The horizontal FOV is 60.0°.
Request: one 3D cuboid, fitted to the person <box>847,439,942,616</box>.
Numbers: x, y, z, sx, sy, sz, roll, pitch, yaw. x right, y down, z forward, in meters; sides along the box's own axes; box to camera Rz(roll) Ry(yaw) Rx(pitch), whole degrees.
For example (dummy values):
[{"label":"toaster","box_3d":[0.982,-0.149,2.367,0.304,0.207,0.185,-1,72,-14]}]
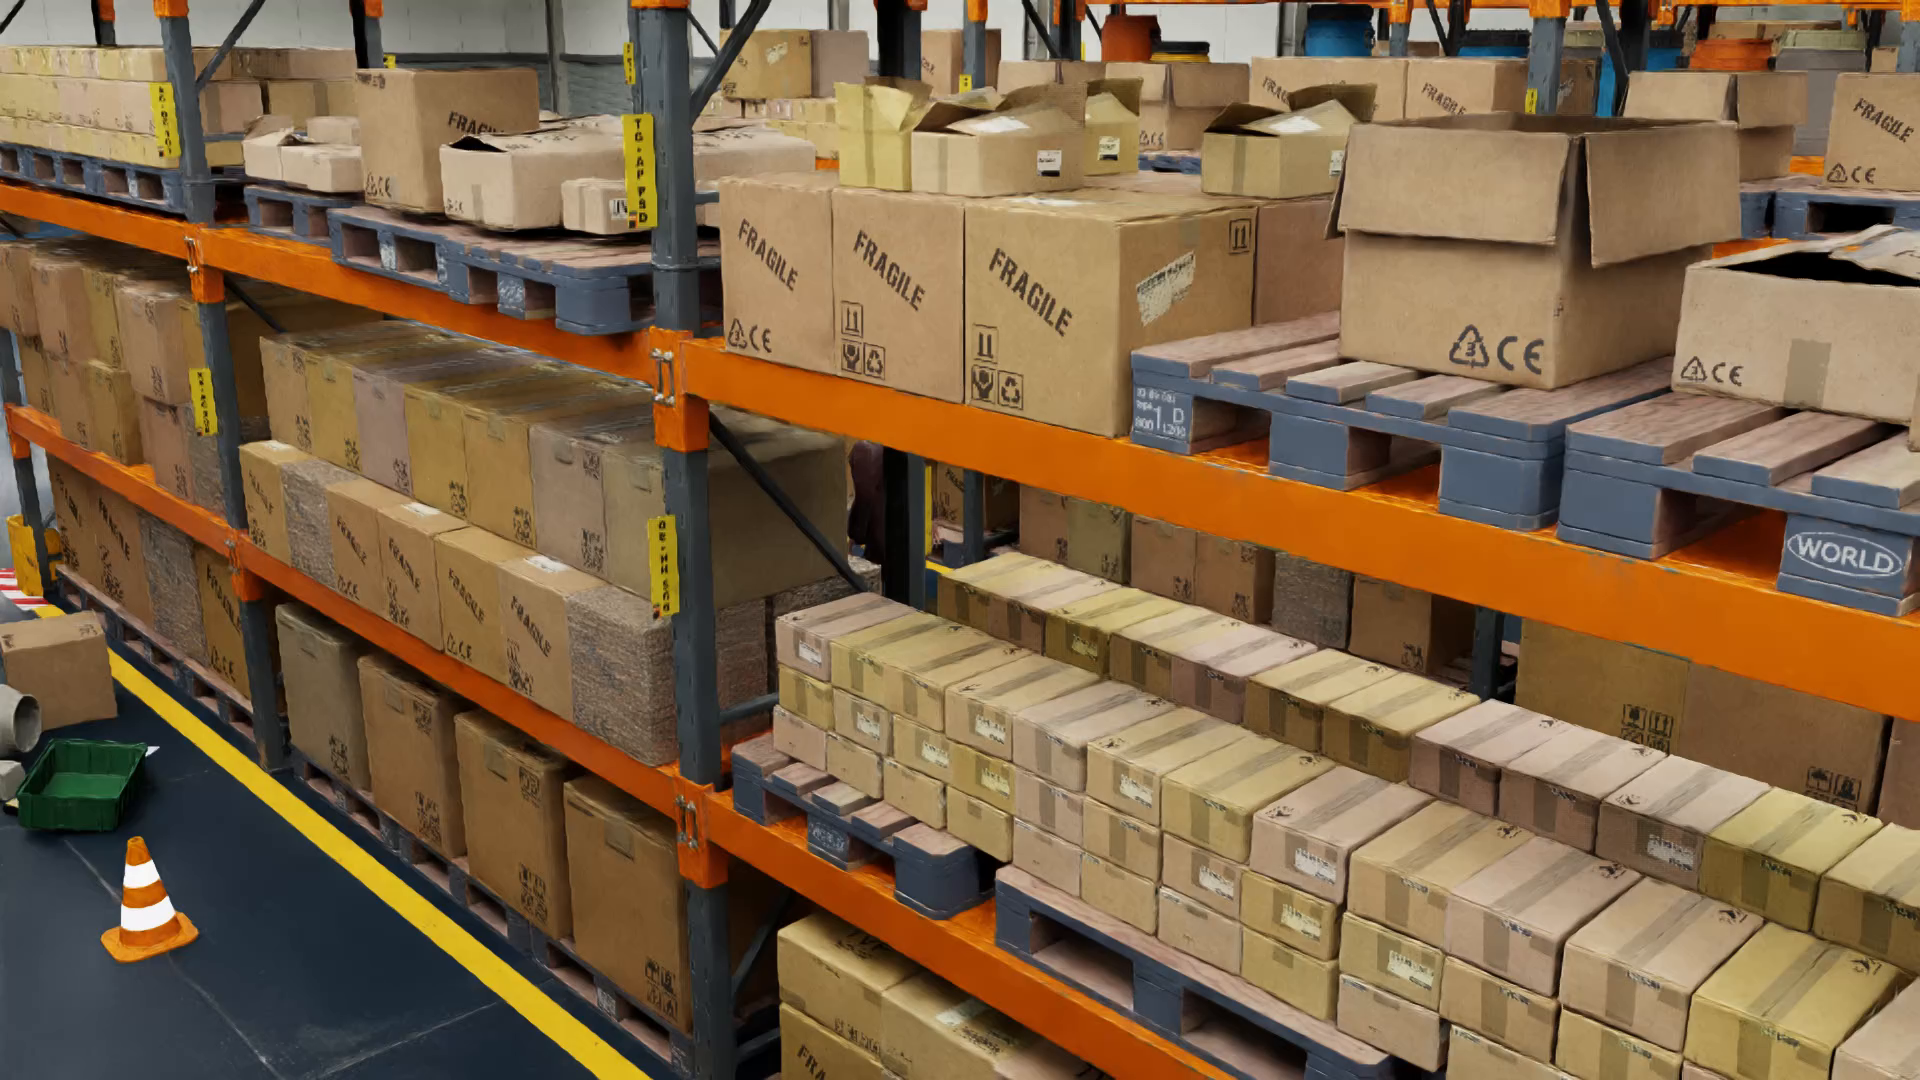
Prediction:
[{"label":"person","box_3d":[-0.428,-0.056,9.790,1.039,1.738,0.595,5,18,17]}]
